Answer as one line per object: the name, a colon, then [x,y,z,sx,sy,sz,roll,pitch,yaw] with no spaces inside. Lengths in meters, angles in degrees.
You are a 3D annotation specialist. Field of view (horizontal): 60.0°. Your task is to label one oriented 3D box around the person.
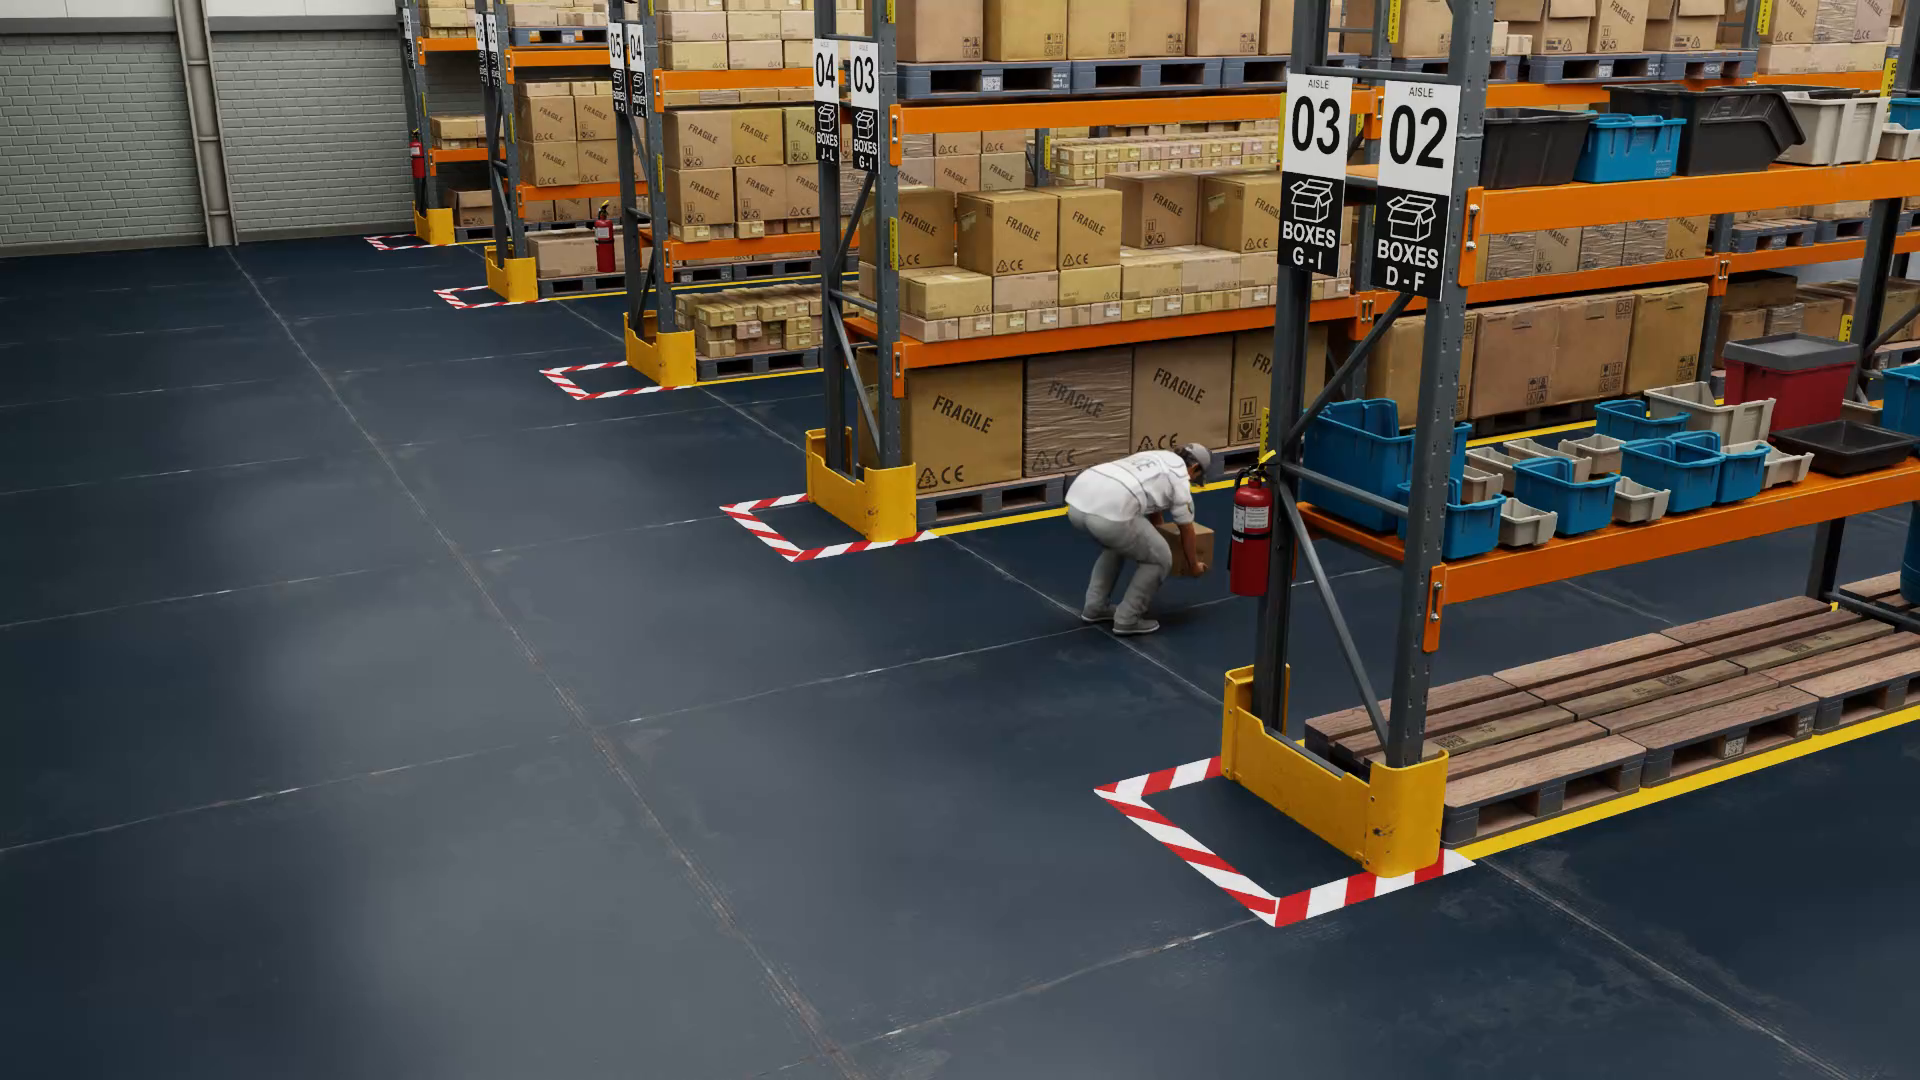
person: [1.046,-0.011,9.588,0.938,1.032,0.504,-11,21,-29]
